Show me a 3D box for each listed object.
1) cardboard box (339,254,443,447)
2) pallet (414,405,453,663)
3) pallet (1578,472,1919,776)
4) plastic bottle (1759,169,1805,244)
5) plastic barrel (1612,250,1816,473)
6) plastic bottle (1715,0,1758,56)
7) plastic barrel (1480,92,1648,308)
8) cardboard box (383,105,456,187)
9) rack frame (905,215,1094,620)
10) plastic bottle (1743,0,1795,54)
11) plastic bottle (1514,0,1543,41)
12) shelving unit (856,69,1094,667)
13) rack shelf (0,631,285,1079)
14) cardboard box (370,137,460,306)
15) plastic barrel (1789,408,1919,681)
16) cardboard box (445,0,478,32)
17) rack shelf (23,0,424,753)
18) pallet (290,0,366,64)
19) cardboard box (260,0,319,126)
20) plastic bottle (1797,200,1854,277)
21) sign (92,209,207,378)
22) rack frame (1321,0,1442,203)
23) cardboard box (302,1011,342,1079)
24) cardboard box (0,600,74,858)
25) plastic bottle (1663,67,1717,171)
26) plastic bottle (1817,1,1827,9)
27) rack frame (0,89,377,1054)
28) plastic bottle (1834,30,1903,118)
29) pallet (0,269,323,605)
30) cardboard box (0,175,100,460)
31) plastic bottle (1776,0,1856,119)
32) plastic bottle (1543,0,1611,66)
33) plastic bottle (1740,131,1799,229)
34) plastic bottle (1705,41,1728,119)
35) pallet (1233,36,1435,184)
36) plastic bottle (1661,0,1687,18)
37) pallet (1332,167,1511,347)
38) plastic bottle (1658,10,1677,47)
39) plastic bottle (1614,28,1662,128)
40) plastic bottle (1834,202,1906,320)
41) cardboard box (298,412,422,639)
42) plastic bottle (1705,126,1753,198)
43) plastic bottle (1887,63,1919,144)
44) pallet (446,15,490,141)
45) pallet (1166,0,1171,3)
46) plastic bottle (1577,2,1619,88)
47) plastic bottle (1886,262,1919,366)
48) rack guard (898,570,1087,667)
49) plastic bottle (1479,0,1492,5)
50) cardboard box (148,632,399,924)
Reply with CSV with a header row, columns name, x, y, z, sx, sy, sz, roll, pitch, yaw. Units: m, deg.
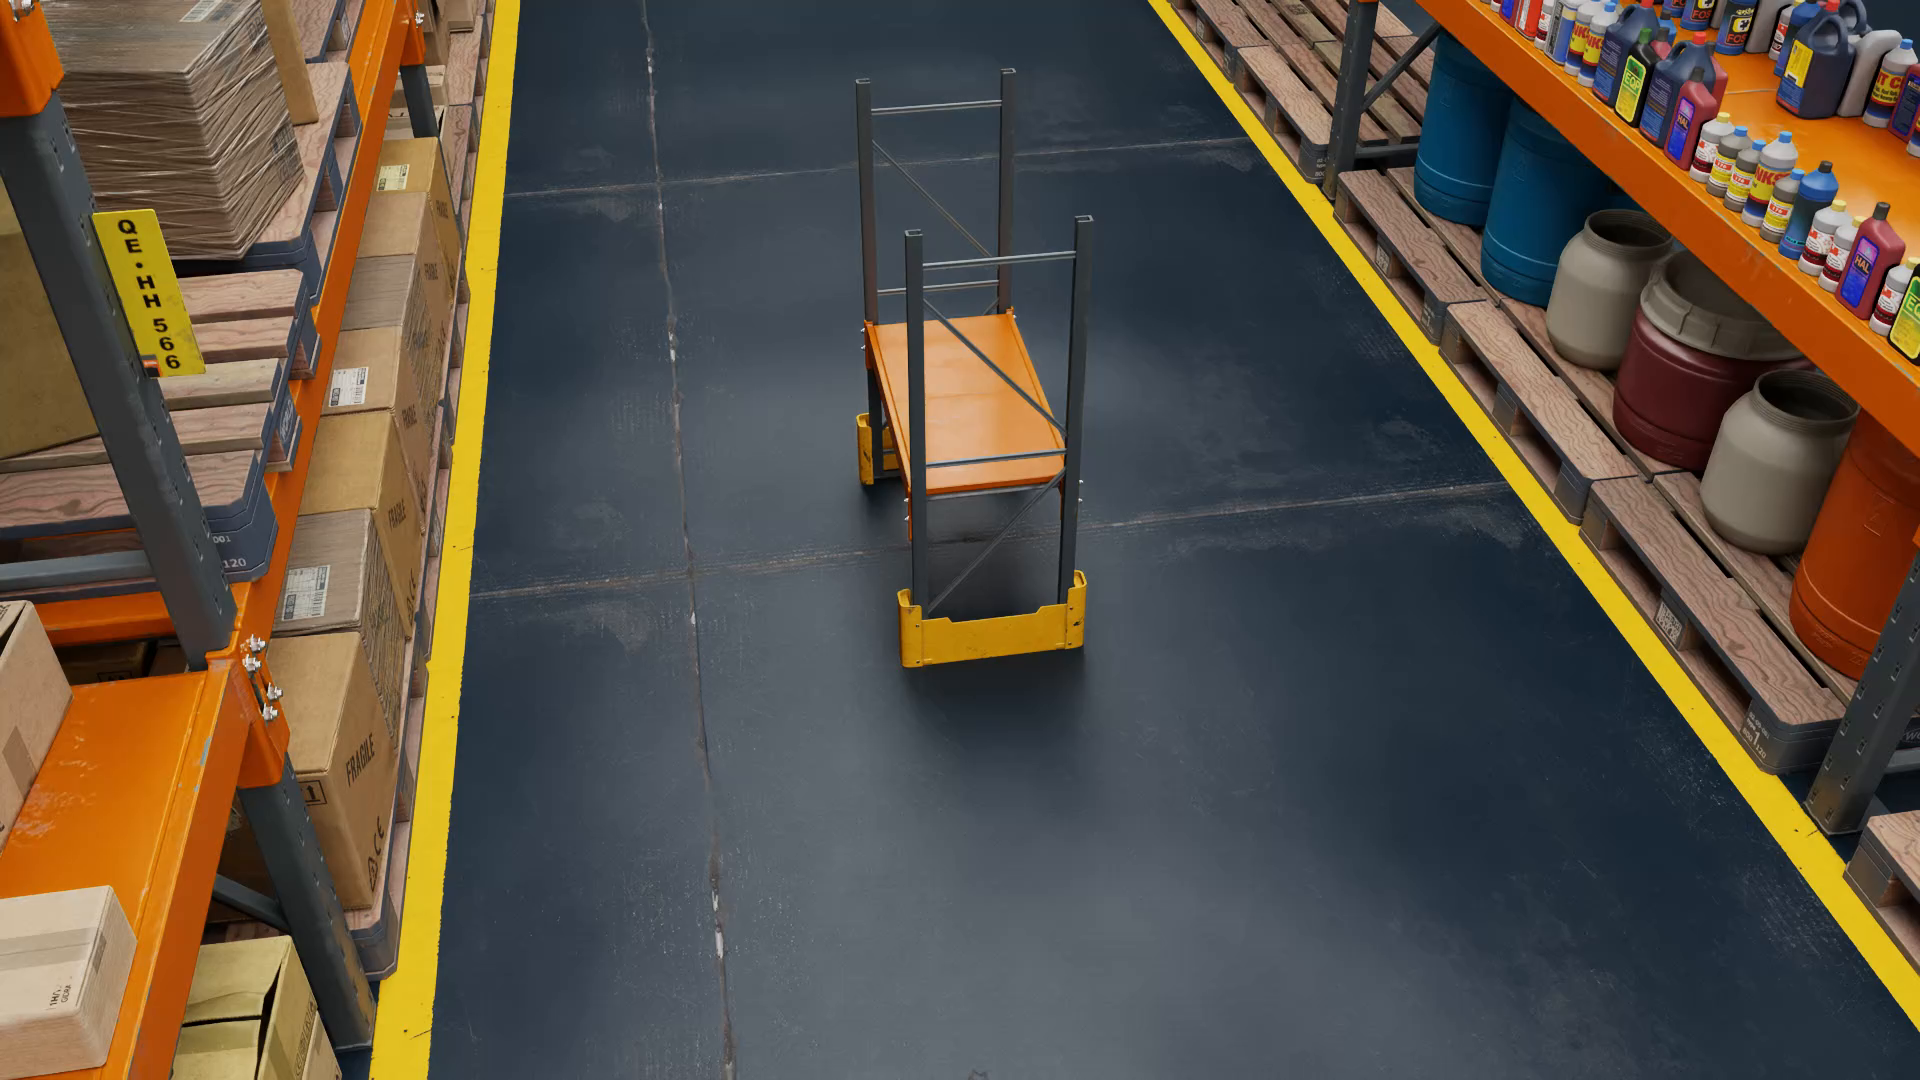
name,x,y,z,sx,sy,sz,roll,pitch,yaw
cardboard box,-2.128,-0.640,5.808,0.500,0.500,0.500,-6,38,-7
pallet,-2.266,0.003,5.574,1.003,0.211,1.213,-6,38,-8
pallet,2.737,0.192,5.331,1.003,0.211,1.213,-6,38,-8
plastic bottle,2.331,-0.945,4.684,0.097,0.201,0.097,0,38,0
plastic barrel,2.615,-0.627,5.736,0.600,0.588,0.708,-6,38,-8
plastic bottle,2.699,-1.829,5.764,0.097,0.271,0.097,0,38,0
plastic barrel,2.417,-1.433,6.518,0.600,0.901,0.708,-6,38,-8
cardboard box,-2.523,-1.712,7.342,0.500,0.311,0.500,-6,38,-8
rack frame,0.104,-0.234,4.828,0.500,1.500,0.032,-6,38,-8
plastic bottle,2.819,-1.855,5.794,0.152,0.276,0.135,-6,38,-8
plastic bottle,2.083,-1.925,5.884,0.152,0.276,0.135,-6,38,-8
shelving unit,0.013,-0.546,5.231,0.587,1.500,1.083,-6,38,-8
rack shelf,-1.611,1.585,1.852,1.077,0.370,4.000,-6,38,-8
cardboard box,-2.294,-1.243,6.584,0.500,0.500,0.500,-6,38,-8
plastic barrel,2.813,-0.040,4.784,0.600,0.830,0.708,-6,38,-8
cardboard box,-2.889,-2.948,8.983,0.500,0.250,0.500,-6,38,-8
rack shelf,-2.312,-0.831,4.961,1.077,0.370,4.000,-6,38,-8
pallet,-2.630,-1.753,5.718,1.003,0.211,1.213,-6,38,-8
cardboard box,-2.292,-1.468,4.771,0.700,0.500,0.500,-16,41,-19
plastic bottle,2.365,-0.828,4.532,0.097,0.201,0.097,0,38,0
sign,-1.415,-0.426,2.910,0.100,0.325,0.005,-6,38,-8
rack frame,2.215,-2.854,6.979,1.000,3.000,0.127,-6,38,-8
cardboard box,-1.629,1.304,3.525,0.500,0.250,0.500,-5,38,-7
cardboard box,-1.941,0.352,2.924,0.500,0.311,0.500,-4,38,-5
plastic bottle,2.225,-1.281,5.049,0.061,0.283,0.133,-6,38,-8
plastic bottle,2.904,-1.723,5.618,0.061,0.283,0.133,-6,38,-8
rack frame,-1.961,0.093,3.186,1.000,3.000,0.127,-6,38,-8
plastic bottle,2.915,-1.523,5.366,0.152,0.276,0.135,-6,38,-8
pallet,-2.149,-0.233,3.762,1.213,0.211,1.003,-6,38,-8
cardboard box,-2.183,-0.481,3.500,0.700,0.500,0.500,-19,42,-23
plastic bottle,2.765,-1.551,5.342,0.144,0.351,0.185,-6,38,-8
plastic bottle,2.124,-1.785,5.704,0.152,0.276,0.135,-6,38,-8
plastic bottle,2.314,-1.032,4.738,0.097,0.271,0.097,0,38,0
plastic bottle,2.334,-1.408,5.212,0.061,0.283,0.133,-6,38,-8
pallet,2.048,-2.193,8.400,1.003,0.211,1.213,-6,38,-8
plastic bottle,2.635,-2.050,6.049,0.097,0.271,0.097,0,38,0
pallet,2.309,-1.282,7.228,1.003,0.211,1.213,-6,38,-8
plastic bottle,2.293,-1.608,5.480,0.097,0.271,0.097,0,38,0
plastic bottle,2.169,-1.473,5.296,0.061,0.283,0.133,-6,38,-8
plastic bottle,2.385,-0.730,4.339,0.061,0.283,0.133,-6,38,-8
cardboard box,-1.940,-0.019,5.008,0.500,0.500,0.500,-7,38,-9
plastic bottle,2.280,-1.122,4.911,0.097,0.201,0.097,0,38,0
plastic bottle,3.001,-1.391,5.190,0.061,0.283,0.133,-6,38,-8
pallet,-2.999,-2.375,8.636,1.003,0.211,1.213,-6,38,-8
pallet,1.620,-3.666,10.297,1.003,0.211,1.213,-6,38,-8
plastic bottle,2.134,-1.651,5.536,0.097,0.271,0.097,0,38,0
plastic bottle,2.425,-0.590,4.160,0.061,0.283,0.133,-6,38,-8
rack guard,0.101,0.248,5.227,0.587,0.250,0.087,-6,38,-8
plastic bottle,1.995,-2.102,6.173,0.097,0.201,0.097,0,38,0
cardboard box,-1.760,0.600,4.211,0.500,0.500,0.500,-5,38,-6
